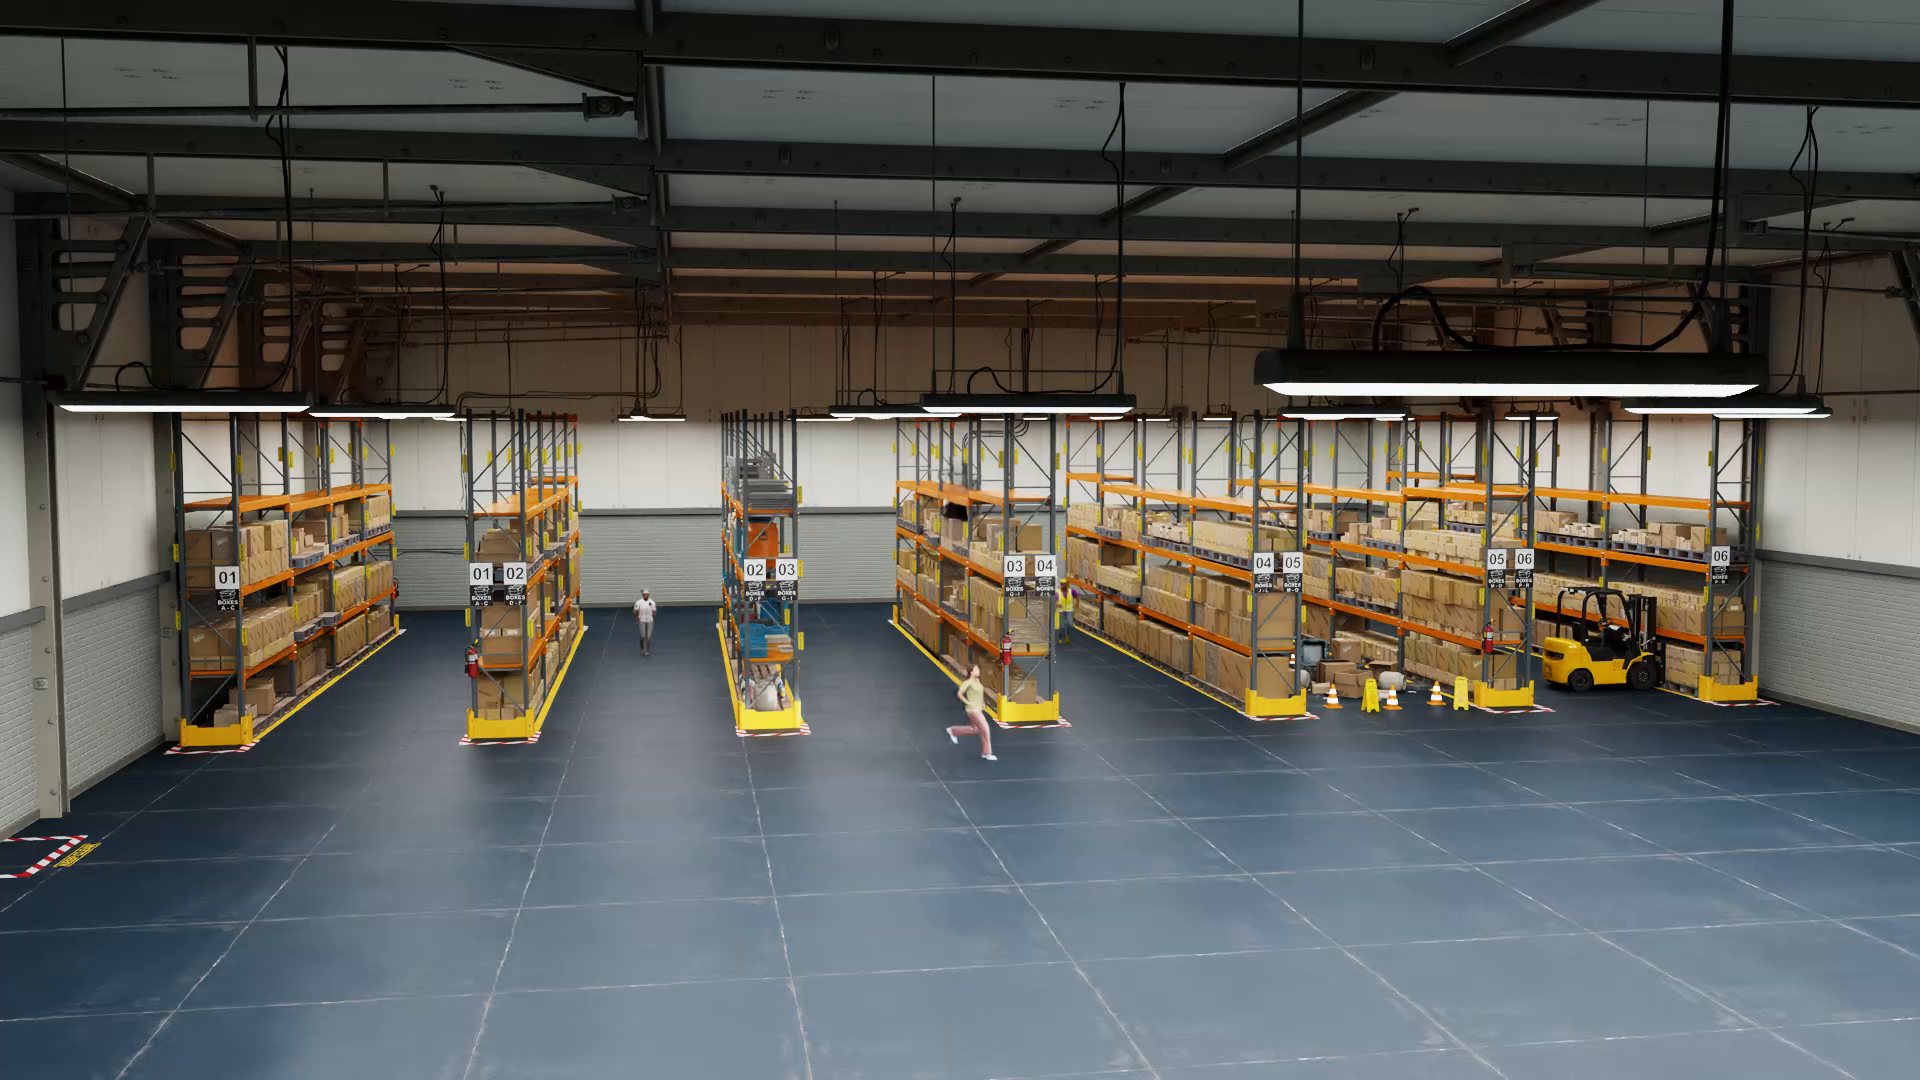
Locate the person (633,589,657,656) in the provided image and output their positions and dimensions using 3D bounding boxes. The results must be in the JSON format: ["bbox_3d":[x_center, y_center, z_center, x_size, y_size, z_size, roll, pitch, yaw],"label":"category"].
[{"bbox_3d":[-7.733,2.029,40.944,0.562,1.670,0.576,-1,4,-18],"label":"person"}]

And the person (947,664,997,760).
[{"bbox_3d":[0.233,2.938,28.540,0.880,1.649,0.566,1,4,19],"label":"person"}]

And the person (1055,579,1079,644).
[{"bbox_3d":[2.732,1.851,42.911,0.724,1.714,0.797,0,4,-2],"label":"person"}]

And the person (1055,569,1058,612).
[{"bbox_3d":[2.702,1.420,49.236,0.880,1.818,0.714,-2,5,-28],"label":"person"}]

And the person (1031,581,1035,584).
[{"bbox_3d":[2.008,1.514,47.481,0.661,1.810,0.803,1,4,9],"label":"person"}]
